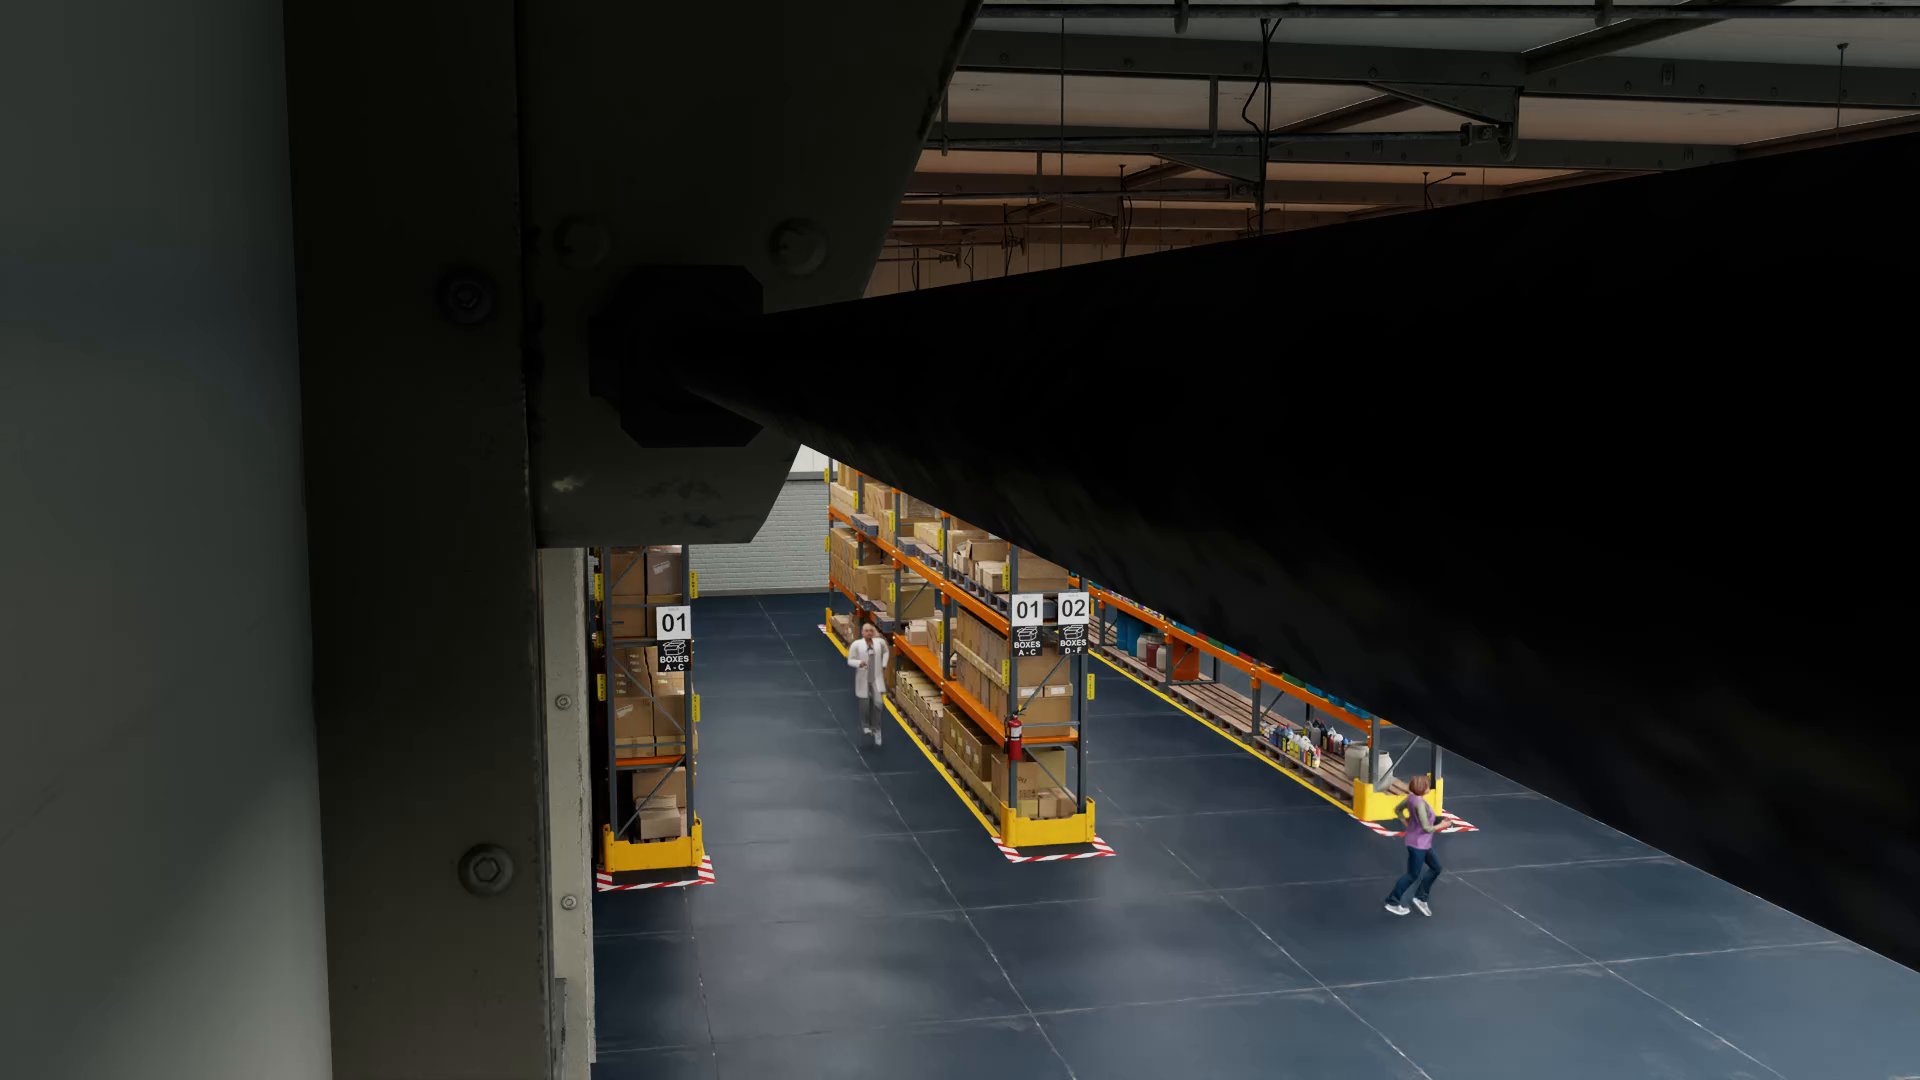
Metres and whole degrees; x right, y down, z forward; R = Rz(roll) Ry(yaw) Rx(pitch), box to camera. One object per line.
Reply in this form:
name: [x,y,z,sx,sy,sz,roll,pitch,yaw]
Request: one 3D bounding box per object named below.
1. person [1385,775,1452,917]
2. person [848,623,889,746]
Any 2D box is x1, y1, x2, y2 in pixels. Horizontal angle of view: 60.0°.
person: [5.039,3.421,18.273,0.686,1.526,0.505,1,7,10]
person: [-1.386,2.210,25.540,0.682,1.882,0.808,-1,7,-11]
